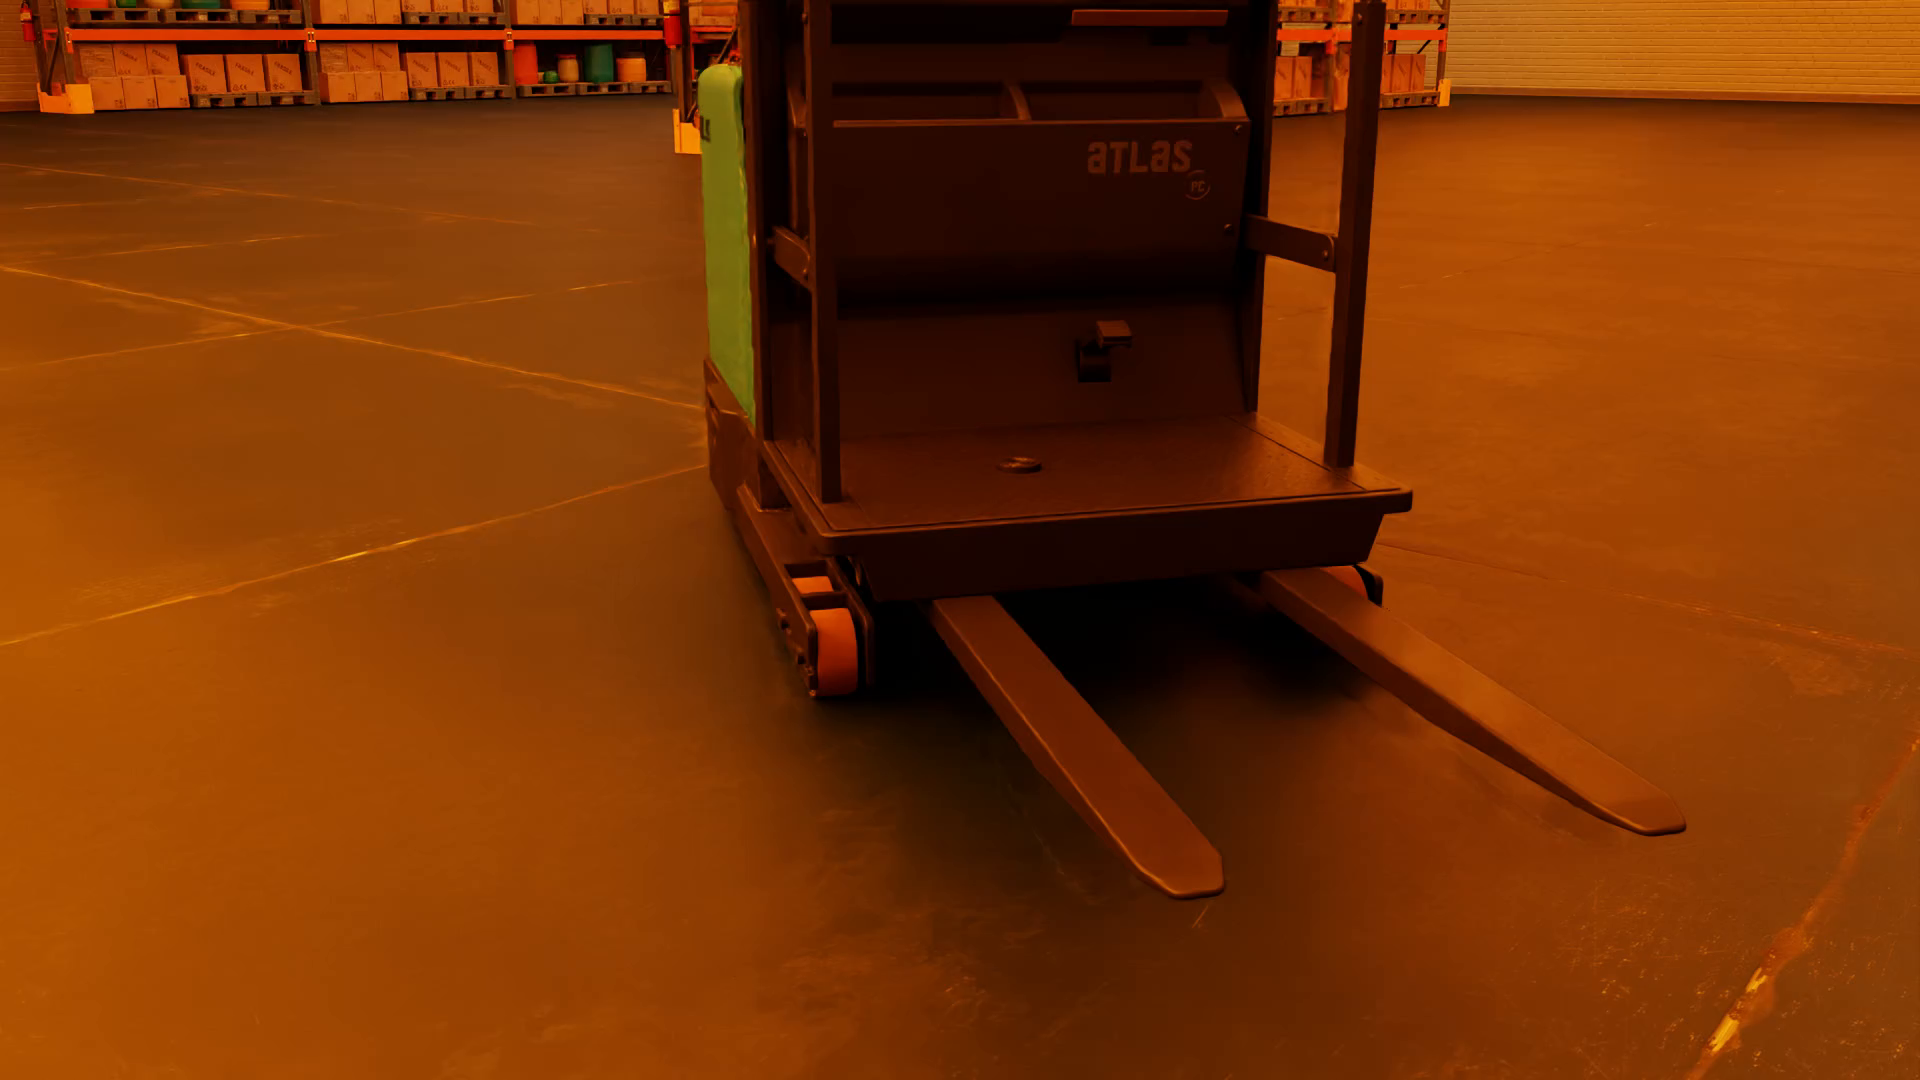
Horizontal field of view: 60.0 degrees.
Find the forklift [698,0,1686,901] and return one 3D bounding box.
[{"bbox_3d":[0.177,-1.240,2.981,1.130,2.935,3.031,-4,17,-14],"label":"forklift"}]
